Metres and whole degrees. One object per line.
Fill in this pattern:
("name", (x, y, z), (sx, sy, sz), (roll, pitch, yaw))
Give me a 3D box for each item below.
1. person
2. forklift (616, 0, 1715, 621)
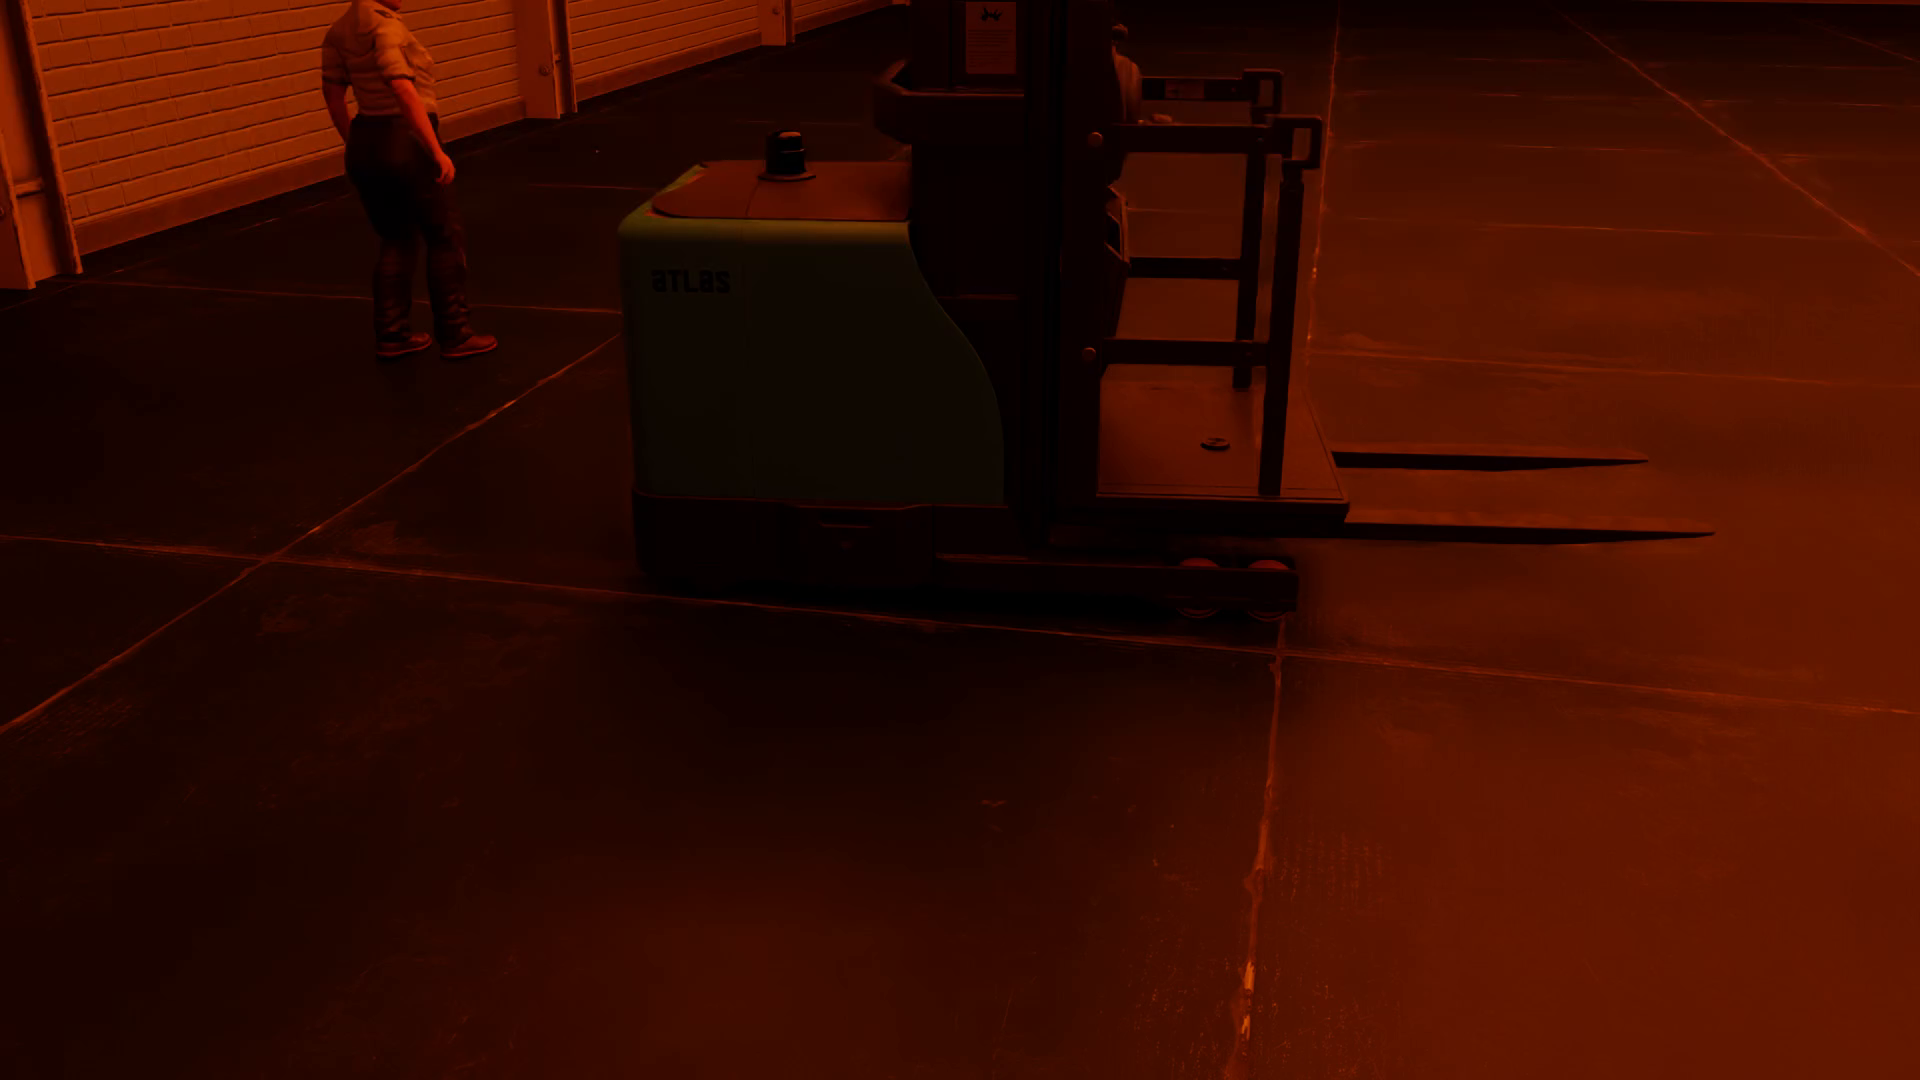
("person", (-2.260, -1.559, 6.819), (0.643, 1.631, 0.446), (14, 26, 30))
("forklift", (0.612, -1.342, 4.559), (3.031, 2.935, 1.130), (2, 22, 4))
